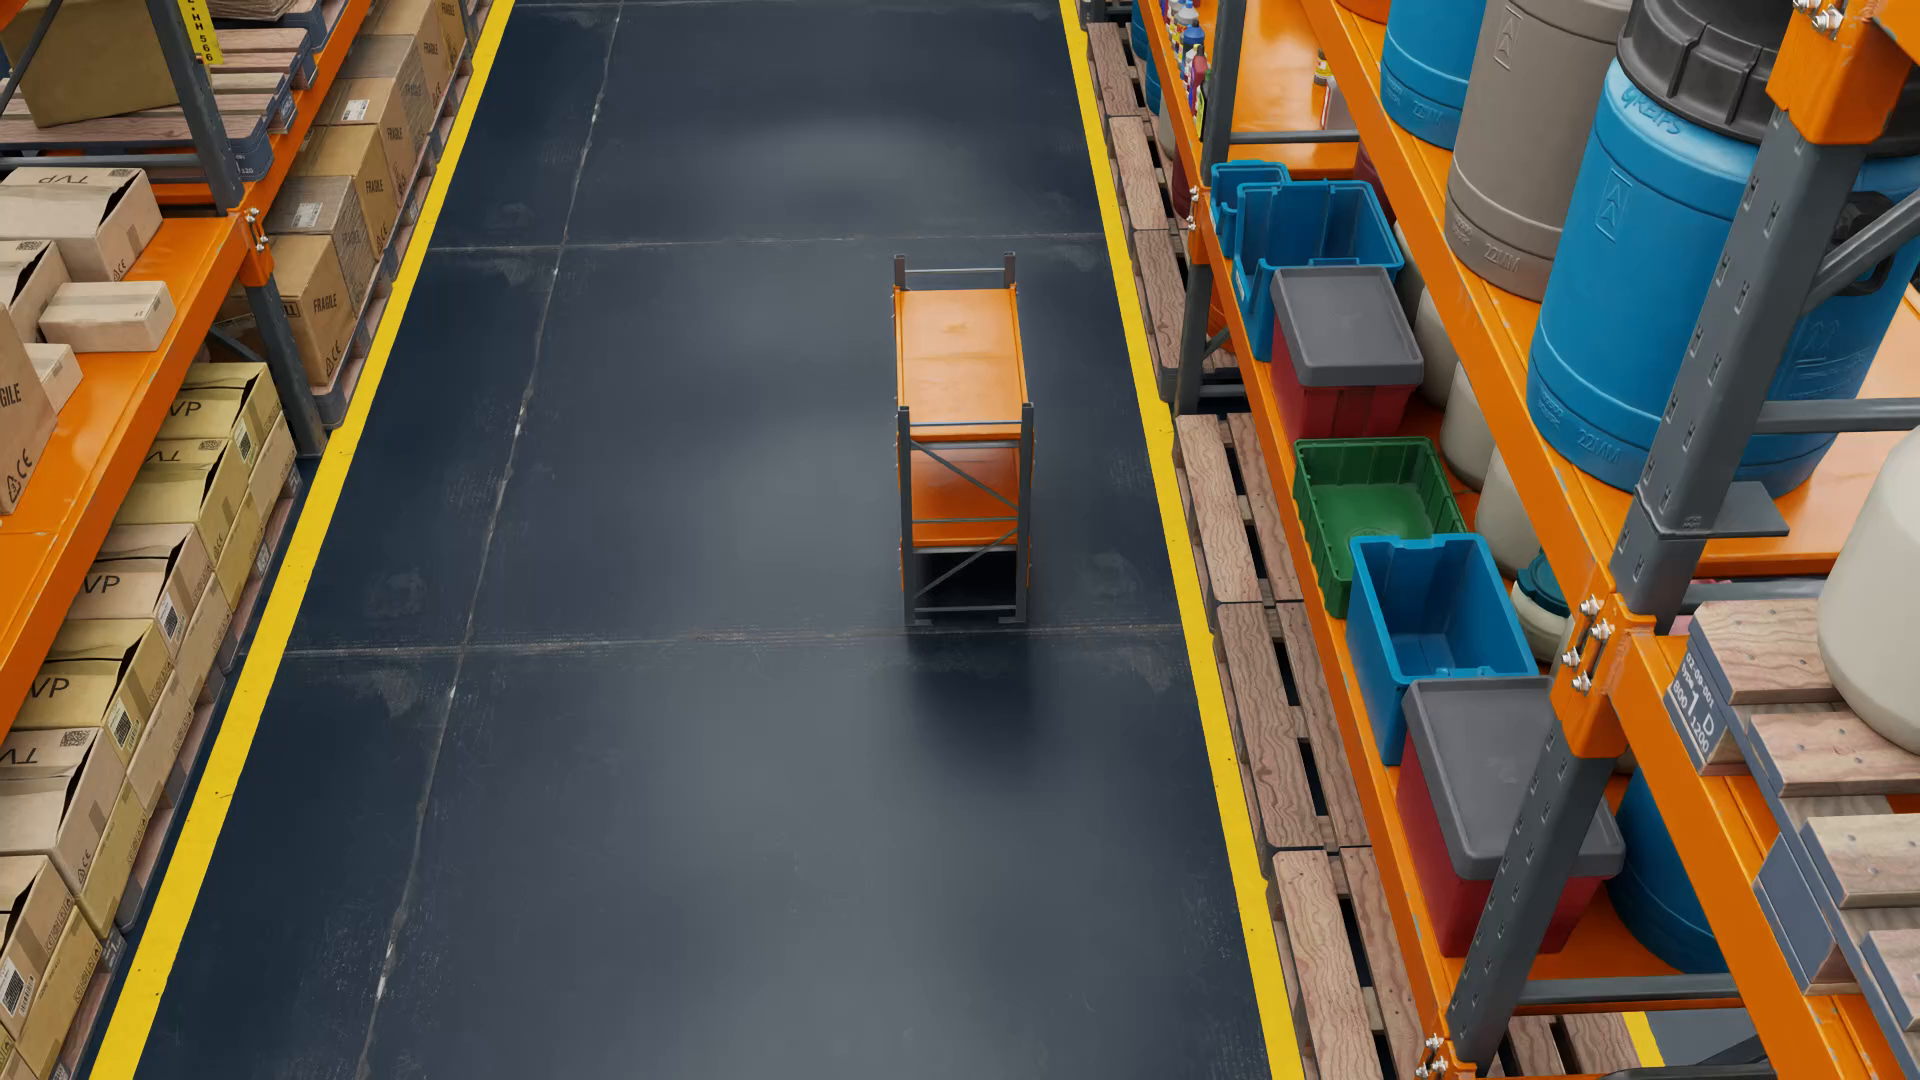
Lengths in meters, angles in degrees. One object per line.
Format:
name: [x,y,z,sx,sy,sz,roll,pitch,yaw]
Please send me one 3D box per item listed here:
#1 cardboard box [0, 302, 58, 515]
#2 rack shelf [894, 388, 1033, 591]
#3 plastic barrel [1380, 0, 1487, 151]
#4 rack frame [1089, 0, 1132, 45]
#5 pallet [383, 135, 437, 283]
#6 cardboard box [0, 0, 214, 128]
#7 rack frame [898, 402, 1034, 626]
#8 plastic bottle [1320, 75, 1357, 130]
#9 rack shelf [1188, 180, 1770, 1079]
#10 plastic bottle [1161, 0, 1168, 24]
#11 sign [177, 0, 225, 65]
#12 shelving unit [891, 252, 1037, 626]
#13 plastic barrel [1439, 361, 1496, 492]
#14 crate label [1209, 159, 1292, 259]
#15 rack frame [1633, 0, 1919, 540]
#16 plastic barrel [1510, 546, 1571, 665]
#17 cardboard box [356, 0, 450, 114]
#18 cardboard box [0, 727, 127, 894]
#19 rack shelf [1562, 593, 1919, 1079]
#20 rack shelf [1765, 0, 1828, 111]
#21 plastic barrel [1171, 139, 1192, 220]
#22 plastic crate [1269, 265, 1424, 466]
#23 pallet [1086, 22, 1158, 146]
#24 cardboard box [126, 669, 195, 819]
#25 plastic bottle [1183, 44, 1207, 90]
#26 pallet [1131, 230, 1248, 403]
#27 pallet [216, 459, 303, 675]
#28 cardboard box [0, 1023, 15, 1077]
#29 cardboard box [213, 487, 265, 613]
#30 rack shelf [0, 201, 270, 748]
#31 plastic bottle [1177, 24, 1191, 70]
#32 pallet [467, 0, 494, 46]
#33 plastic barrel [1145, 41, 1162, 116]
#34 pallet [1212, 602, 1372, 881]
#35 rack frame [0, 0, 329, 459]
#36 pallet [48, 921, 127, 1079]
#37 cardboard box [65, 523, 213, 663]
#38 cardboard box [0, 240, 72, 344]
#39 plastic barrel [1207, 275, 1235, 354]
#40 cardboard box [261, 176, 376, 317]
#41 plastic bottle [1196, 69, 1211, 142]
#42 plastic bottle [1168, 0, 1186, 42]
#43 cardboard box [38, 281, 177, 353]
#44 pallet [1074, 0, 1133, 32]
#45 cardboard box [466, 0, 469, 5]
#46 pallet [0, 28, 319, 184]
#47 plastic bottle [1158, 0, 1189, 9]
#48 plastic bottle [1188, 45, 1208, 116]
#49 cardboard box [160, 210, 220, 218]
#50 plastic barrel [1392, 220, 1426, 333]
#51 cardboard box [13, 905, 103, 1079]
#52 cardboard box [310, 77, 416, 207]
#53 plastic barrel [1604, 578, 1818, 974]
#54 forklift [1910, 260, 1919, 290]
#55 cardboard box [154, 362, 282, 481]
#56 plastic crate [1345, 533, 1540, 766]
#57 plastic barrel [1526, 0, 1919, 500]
cardboard box: [-3.354,-0.416,5.410,0.500,0.500,0.500,-4,43,-4]
rack shelf: [0.000,-0.239,7.040,0.538,0.278,1.000,-2,43,-2]
plastic barrel: [1.383,-1.462,4.034,0.600,0.901,0.708,-2,43,-2]
rack frame: [1.337,-4.352,9.778,1.000,3.000,0.127,-2,43,-2]
pallet: [-3.484,-1.810,9.069,1.003,0.211,1.213,-2,43,-2]
cardboard box: [-3.581,-2.125,6.964,0.700,0.500,0.500,-15,45,-16]
rack frame: [0.021,-0.076,6.500,0.500,1.125,0.032,-2,43,-2]
plastic bottle: [1.660,-1.902,7.197,0.152,0.276,0.135,-2,43,-2]
rack shelf: [1.592,-0.036,5.602,1.077,0.370,4.000,-2,43,-2]
plastic bottle: [1.015,-2.641,7.997,0.061,0.283,0.133,-2,43,-2]
sign: [-2.887,-1.957,6.308,0.100,0.325,0.005,-2,43,-2]
shelving unit: [0.000,-0.419,6.875,0.538,1.125,1.048,-2,43,-2]
plastic barrel: [1.806,-0.440,5.410,0.433,0.535,0.433,0,43,0]
crate label: [1.151,-1.294,6.566,0.303,0.233,0.416,-2,43,-2]
rack frame: [1.677,-1.162,1.858,1.000,3.000,0.127,-2,43,-2]
plastic barrel: [1.774,0.202,4.912,0.301,0.262,0.301,0,43,0]
cardboard box: [-3.292,-2.794,9.602,0.500,0.500,0.500,-2,43,-2]
cardboard box: [-3.080,0.867,5.393,0.500,0.311,0.500,-3,43,-3]
rack shelf: [1.762,1.559,1.642,1.077,0.370,4.000,-2,43,-2]
rack shelf: [1.592,-2.100,3.710,1.077,0.370,4.000,-2,43,-2]
plastic barrel: [1.422,-2.009,8.696,0.600,0.588,0.708,-2,43,-2]
plastic crate: [1.270,-0.575,5.610,0.402,0.464,0.583,-2,43,-2]
pallet: [1.329,-2.801,10.150,1.003,0.211,1.213,-2,43,-2]
cardboard box: [-3.107,0.730,5.958,0.500,0.250,0.500,-1,43,-1]
plastic bottle: [1.063,-2.139,7.510,0.097,0.201,0.097,0,43,0]
pallet: [1.432,-1.154,8.353,1.003,0.211,1.213,-2,43,-2]
pallet: [-3.446,0.073,7.014,1.003,0.211,1.213,-2,43,-2]
cardboard box: [-3.041,1.555,4.643,0.500,0.311,0.500,-2,43,-2]
cardboard box: [-3.150,0.043,6.707,0.500,0.250,0.500,-2,43,-2]
rack shelf: [-3.357,0.104,5.449,1.077,0.370,4.000,-2,43,-2]
plastic bottle: [1.055,-2.270,7.654,0.097,0.201,0.097,0,43,0]
pallet: [-3.640,-3.648,11.073,1.003,0.211,1.213,-2,43,-2]
plastic barrel: [1.374,-2.887,9.422,0.600,0.901,0.708,-2,43,-2]
pallet: [1.550,0.722,6.306,1.003,0.211,1.213,-2,43,-2]
rack frame: [-3.442,-1.512,6.679,1.000,3.000,0.127,-2,43,-2]
pallet: [-3.342,1.720,5.217,1.003,0.211,1.213,-2,43,-2]
cardboard box: [-3.126,0.179,6.144,0.500,0.311,0.500,-2,43,-2]
cardboard box: [-3.597,-0.869,6.044,0.500,0.311,0.500,-2,43,-2]
plastic barrel: [1.470,-1.336,7.783,0.600,0.830,0.708,-2,43,-2]
cardboard box: [-3.203,-1.421,8.105,0.500,0.500,0.500,-3,43,-3]
plastic bottle: [1.064,-1.869,7.155,0.061,0.283,0.133,-2,43,-2]
plastic bottle: [1.043,-2.467,7.869,0.097,0.201,0.097,0,43,0]
cardboard box: [-3.127,-0.820,6.110,0.380,0.149,0.250,-2,43,-2]
pallet: [1.267,-3.819,11.260,1.003,0.211,1.213,-2,43,-2]
cardboard box: [-3.413,-3.673,10.701,0.500,0.311,0.500,-2,43,-2]
pallet: [-3.541,-1.896,7.241,1.213,0.211,1.003,-2,43,-2]
plastic bottle: [1.050,-2.774,8.093,0.144,0.351,0.185,-2,43,-2]
plastic bottle: [1.054,-2.025,7.325,0.061,0.283,0.133,-2,43,-2]
cardboard box: [-3.723,-1.691,7.845,0.500,0.250,0.500,0,43,0]
plastic barrel: [1.764,-1.004,6.043,0.421,0.512,0.421,0,43,0]
cardboard box: [-3.062,1.423,5.202,0.500,0.250,0.500,-1,43,-1]
cardboard box: [-3.247,-2.112,8.859,0.500,0.500,0.500,-3,43,-3]
plastic barrel: [1.963,0.595,4.010,0.600,0.901,0.708,-2,43,-2]
forklift: [3.695,-1.509,6.727,3.031,2.935,1.130,-15,45,-16]
cardboard box: [-3.173,-0.513,6.899,0.500,0.311,0.500,-1,43,-1]
plastic crate: [1.320,0.319,4.694,0.392,0.384,0.575,-2,43,-2]
plastic barrel: [1.439,-0.578,3.070,0.600,0.901,0.708,-2,43,-2]
